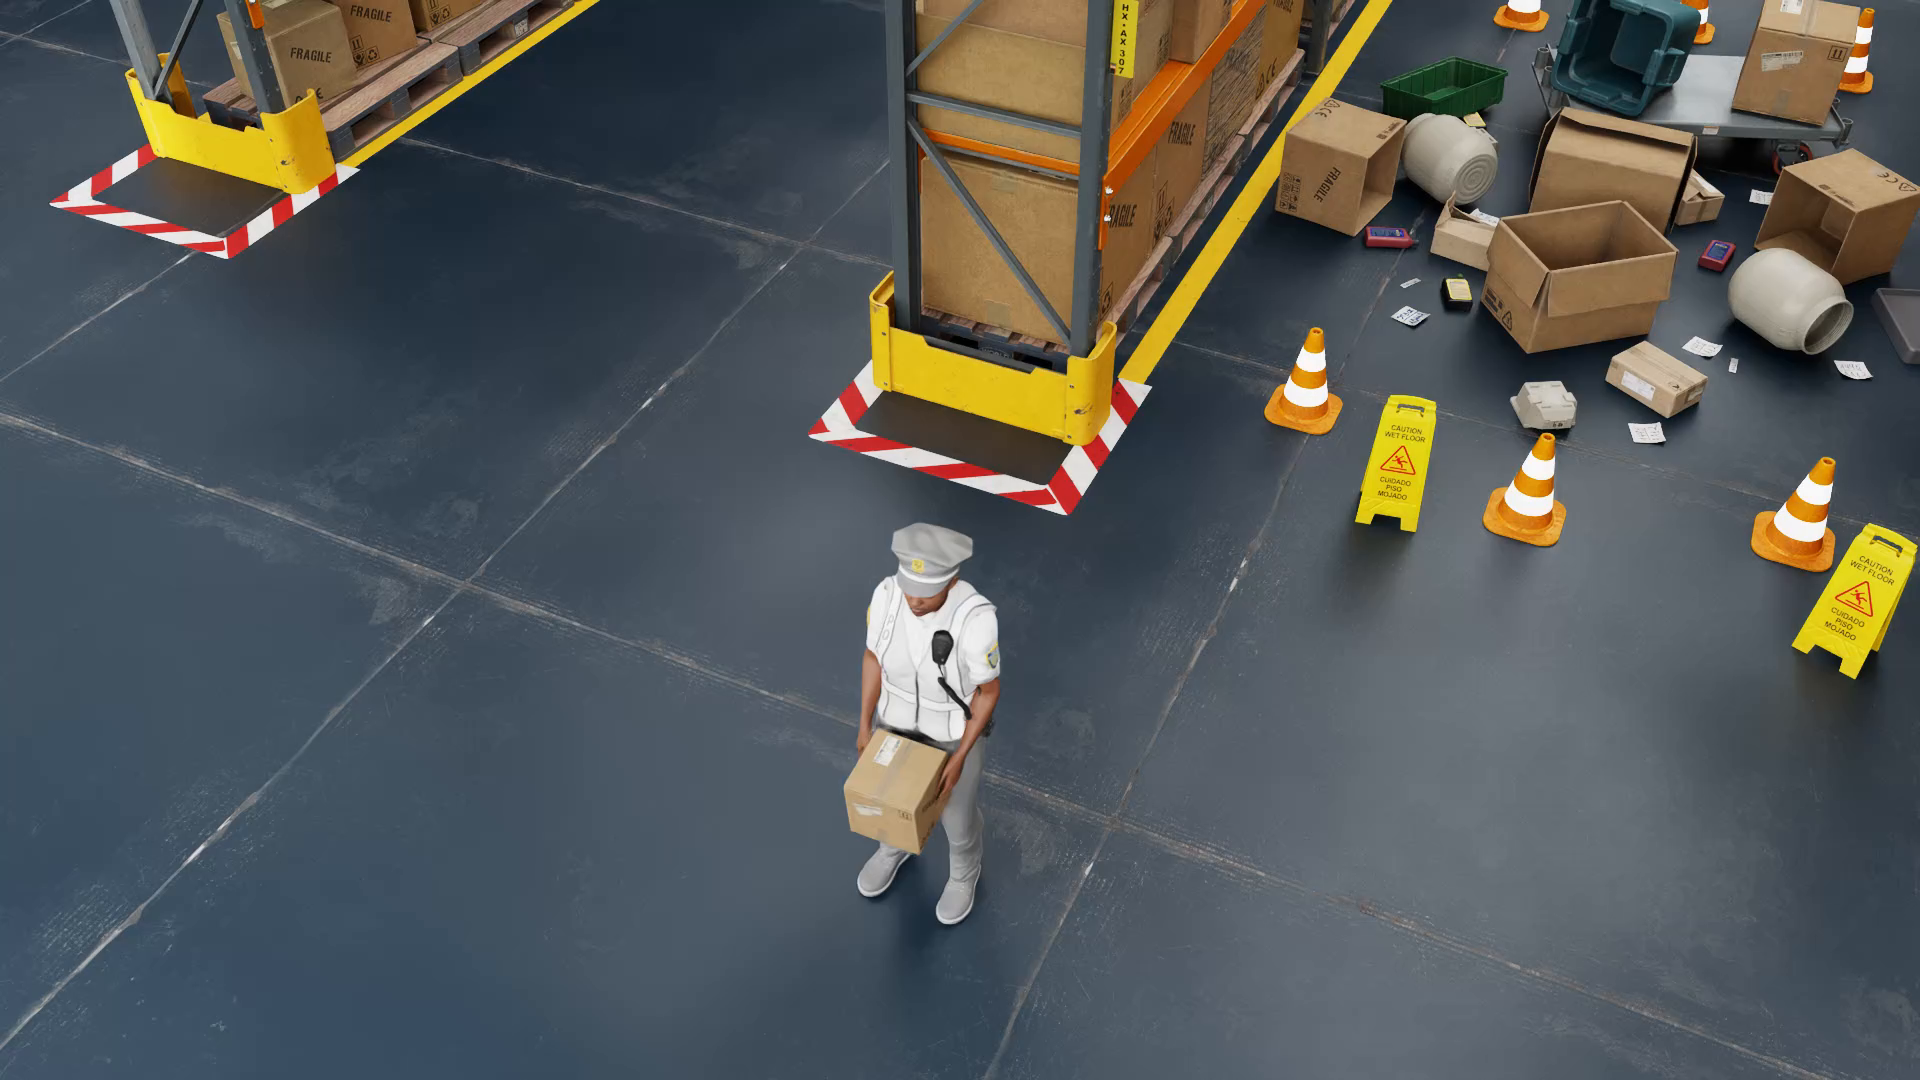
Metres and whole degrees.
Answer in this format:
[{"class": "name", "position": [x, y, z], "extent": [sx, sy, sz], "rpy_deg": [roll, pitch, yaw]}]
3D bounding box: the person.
[{"class": "person", "position": [-0.106, 0.617, 5.480], "extent": [0.507, 1.660, 0.393], "rpy_deg": [18, 45, 18]}]
